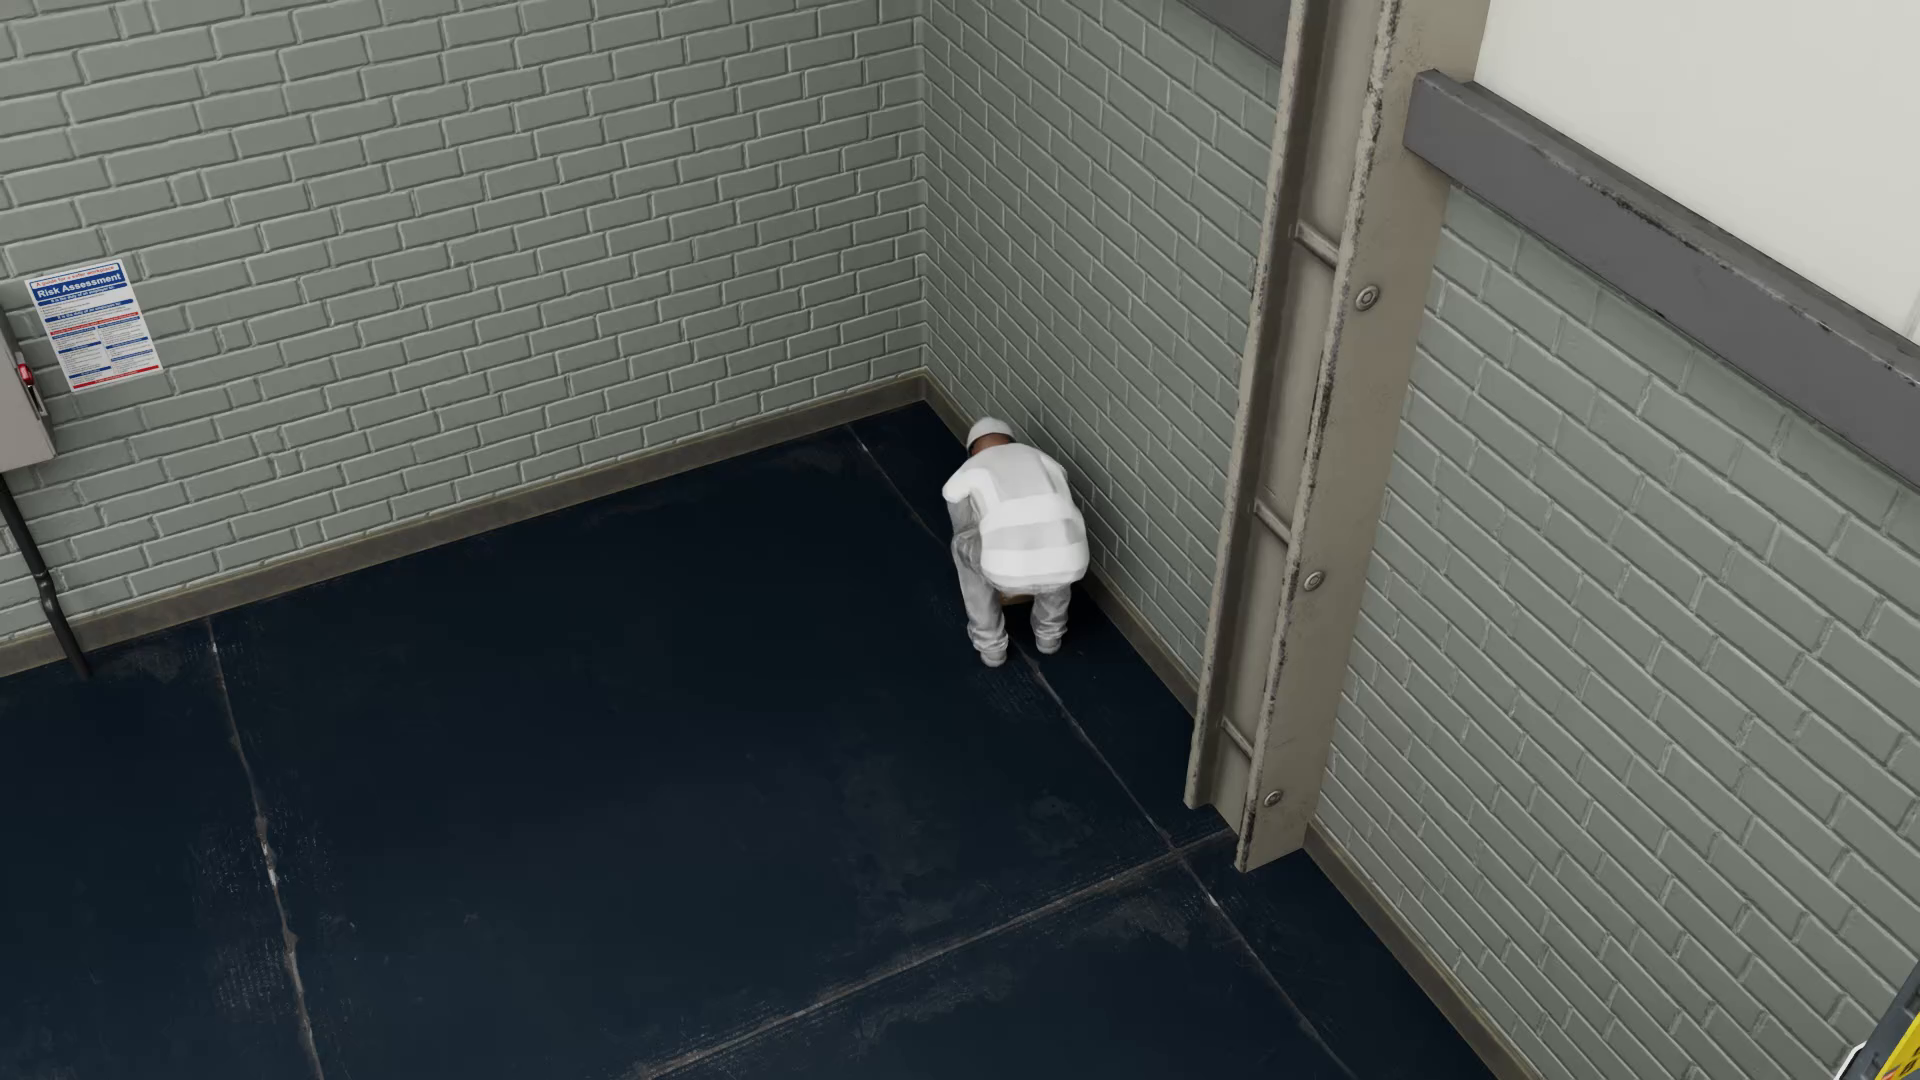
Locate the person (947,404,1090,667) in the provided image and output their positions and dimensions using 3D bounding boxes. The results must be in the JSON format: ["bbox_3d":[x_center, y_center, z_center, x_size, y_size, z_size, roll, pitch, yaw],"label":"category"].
[{"bbox_3d":[0.217,-0.059,6.815,0.516,0.989,0.980,-7,41,-8],"label":"person"}]
